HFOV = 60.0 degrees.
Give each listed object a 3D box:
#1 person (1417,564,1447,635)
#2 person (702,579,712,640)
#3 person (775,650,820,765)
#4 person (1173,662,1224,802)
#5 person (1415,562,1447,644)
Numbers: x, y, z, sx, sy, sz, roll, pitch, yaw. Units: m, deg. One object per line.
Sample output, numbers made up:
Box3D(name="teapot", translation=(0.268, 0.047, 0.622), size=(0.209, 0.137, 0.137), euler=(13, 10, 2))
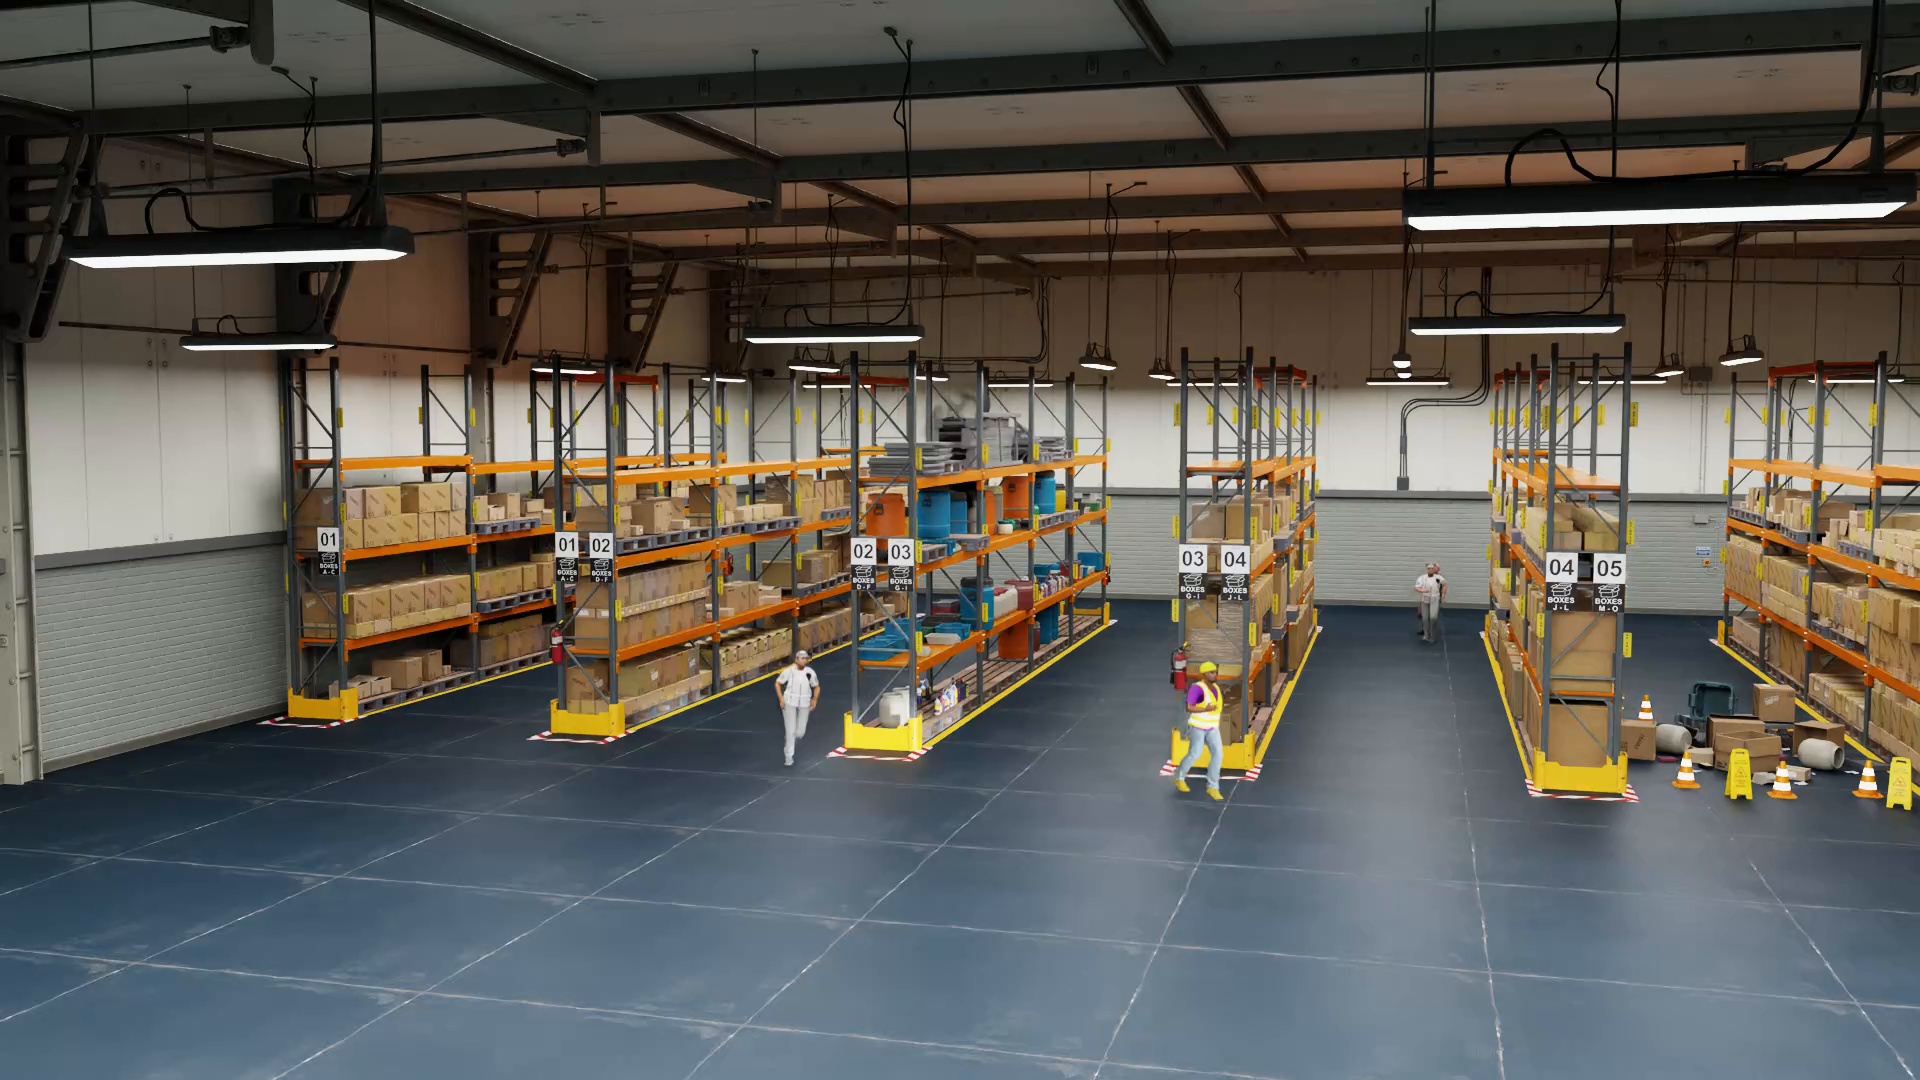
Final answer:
Box3D(name="person", translation=(10.878, 1.373, 38.277), size=(0.544, 1.654, 0.730), euler=(-3, 5, -39))
Box3D(name="person", translation=(-5.165, 1.635, 34.390), size=(0.634, 1.680, 0.749), euler=(1, 4, 9))
Box3D(name="person", translation=(-2.369, 2.424, 24.289), size=(0.658, 1.632, 0.560), euler=(-1, 4, -17))
Box3D(name="person", translation=(3.220, 2.510, 21.991), size=(0.696, 1.820, 0.804), euler=(-3, 5, -37))
Box3D(name="person", translation=(10.488, 1.410, 37.089), size=(0.664, 1.832, 0.726), euler=(2, 5, 22))
